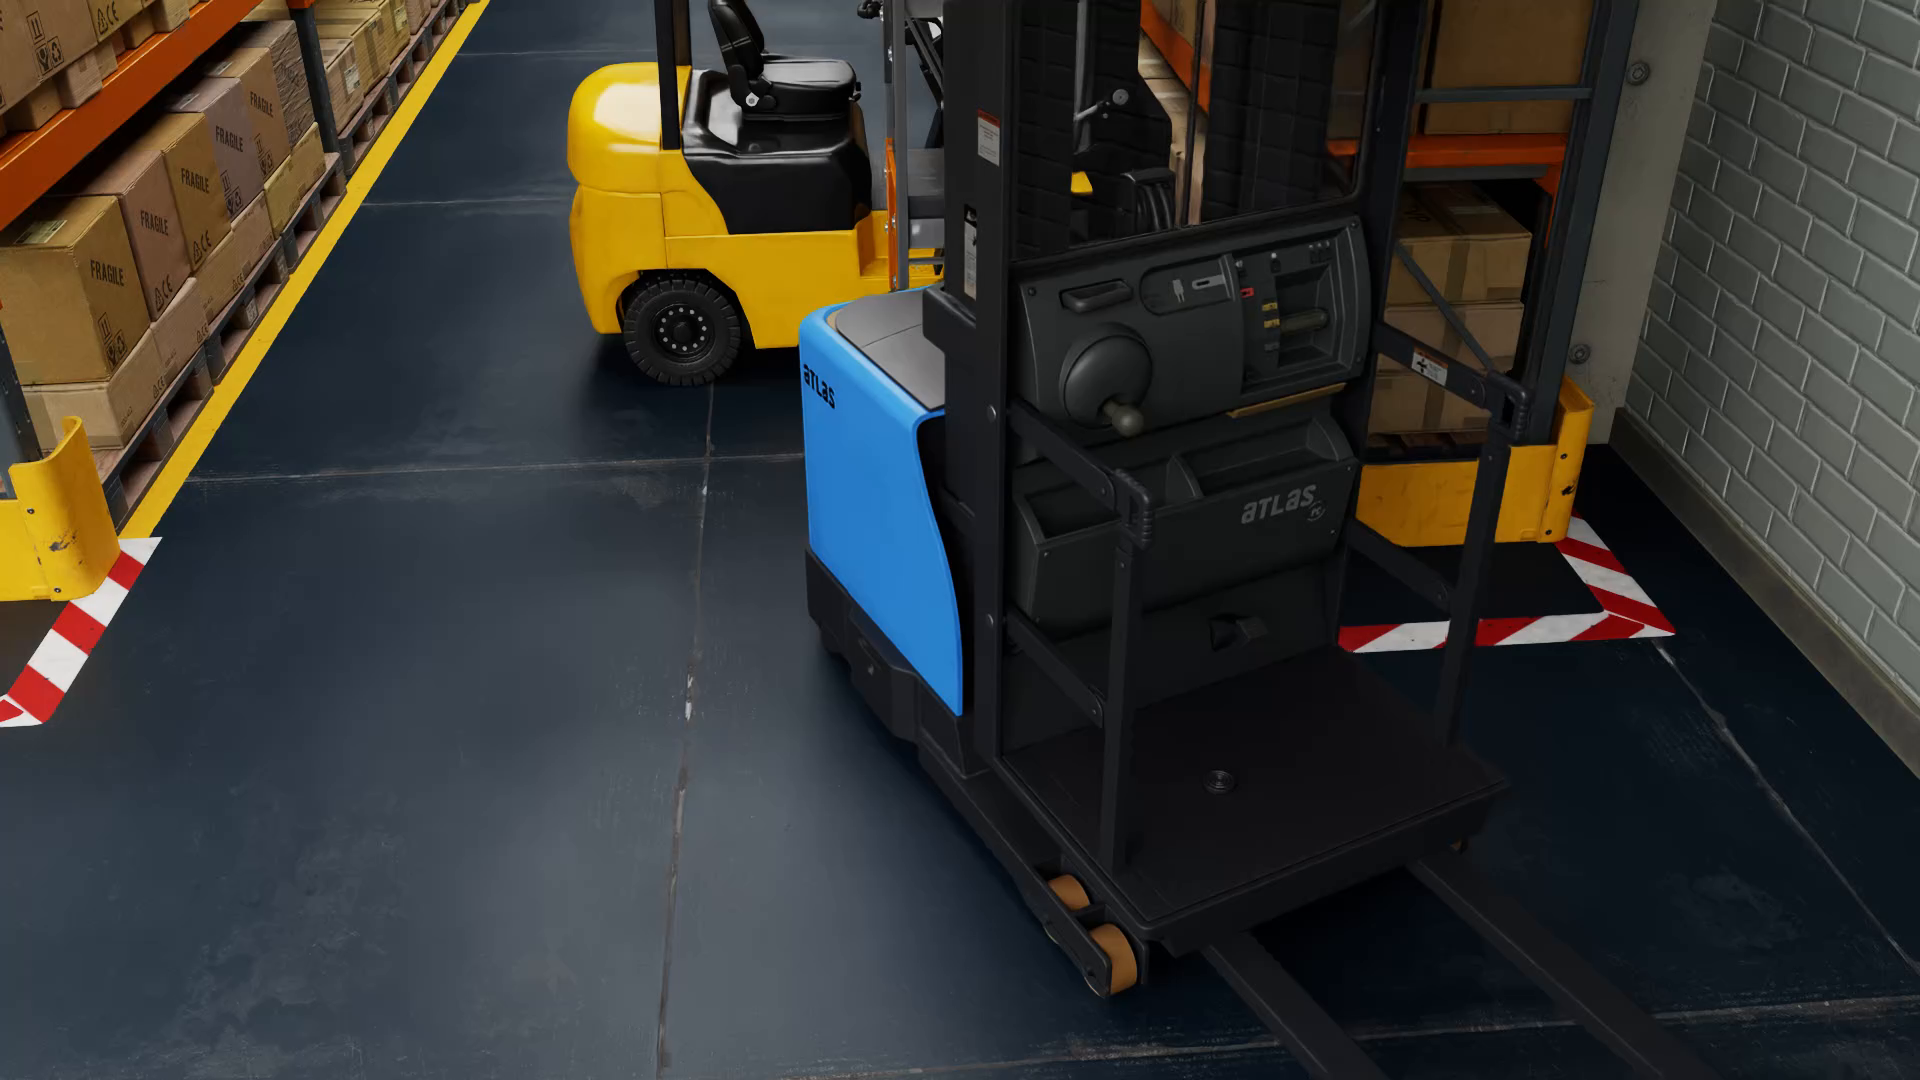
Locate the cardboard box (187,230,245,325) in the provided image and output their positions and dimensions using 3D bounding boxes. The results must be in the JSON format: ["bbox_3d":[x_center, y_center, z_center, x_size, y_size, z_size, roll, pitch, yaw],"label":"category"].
[{"bbox_3d":[-3.330,-1.080,6.905,0.500,0.250,0.500,-1,31,-1],"label":"cardboard box"}]

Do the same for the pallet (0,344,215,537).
[{"bbox_3d":[-3.474,-0.374,6.171,1.003,0.211,1.213,-3,31,-5],"label":"pallet"}]

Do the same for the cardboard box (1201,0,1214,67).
[{"bbox_3d":[1.169,-1.903,5.913,0.500,0.500,0.500,-2,31,-3],"label":"cardboard box"}]

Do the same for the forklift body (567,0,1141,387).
[{"bbox_3d":[-0.478,-1.872,6.787,2.313,2.155,1.214,-3,31,-5],"label":"forklift body"}]

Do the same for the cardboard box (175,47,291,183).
[{"bbox_3d":[-3.428,-1.931,7.599,0.500,0.500,0.500,-2,31,-4],"label":"cardboard box"}]

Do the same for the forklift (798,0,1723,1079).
[{"bbox_3d":[0.657,-0.444,3.636,1.130,2.935,3.031,-15,34,-24],"label":"forklift"}]

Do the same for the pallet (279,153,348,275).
[{"bbox_3d":[-3.702,-1.620,8.256,1.003,0.211,1.213,-3,31,-5],"label":"pallet"}]

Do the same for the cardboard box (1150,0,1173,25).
[{"bbox_3d":[1.063,-2.421,6.780,0.500,0.500,0.500,-3,31,-4],"label":"cardboard box"}]

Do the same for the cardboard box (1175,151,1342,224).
[{"bbox_3d":[1.109,-1.266,6.241,0.500,0.250,0.500,-2,31,-4],"label":"cardboard box"}]

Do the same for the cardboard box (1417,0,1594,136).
[{"bbox_3d":[1.746,-1.665,5.515,0.500,0.500,0.500,-2,31,-3],"label":"cardboard box"}]

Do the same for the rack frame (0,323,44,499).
[{"bbox_3d":[-3.426,-1.116,4.694,1.000,3.000,0.127,-3,31,-5],"label":"rack frame"}]

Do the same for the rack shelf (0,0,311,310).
[{"bbox_3d":[-3.613,-1.828,6.588,1.077,0.370,4.000,-3,31,-5],"label":"rack shelf"}]

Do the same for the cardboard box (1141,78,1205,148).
[{"bbox_3d":[1.012,-1.782,7.105,0.500,0.250,0.500,-3,31,-6],"label":"cardboard box"}]

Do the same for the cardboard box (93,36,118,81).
[{"bbox_3d":[-3.269,-1.722,5.952,0.380,0.149,0.250,-2,31,-3],"label":"cardboard box"}]

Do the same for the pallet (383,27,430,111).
[{"bbox_3d":[-3.991,-2.983,10.538,1.003,0.211,1.213,-3,31,-5],"label":"pallet"}]

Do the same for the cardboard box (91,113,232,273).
[{"bbox_3d":[-3.321,-1.398,6.707,0.500,0.500,0.500,-2,31,-4],"label":"cardboard box"}]

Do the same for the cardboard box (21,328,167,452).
[{"bbox_3d":[-3.226,-0.541,6.003,0.500,0.250,0.500,-3,31,-5],"label":"cardboard box"}]

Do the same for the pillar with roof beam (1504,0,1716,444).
[{"bbox_3d":[-1.938,-4.124,3.879,9.100,9.000,0.400,-3,31,-5],"label":"pillar with roof beam"}]

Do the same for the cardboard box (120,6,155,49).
[{"bbox_3d":[-3.349,-1.990,6.401,0.380,0.149,0.250,-4,31,-6],"label":"cardboard box"}]

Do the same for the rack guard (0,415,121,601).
[{"bbox_3d":[-3.433,-0.082,5.400,1.175,0.500,0.348,-3,31,-5],"label":"rack guard"}]

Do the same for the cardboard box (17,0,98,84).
[{"bbox_3d":[-3.246,-1.806,5.461,0.500,0.500,0.500,-2,31,-3],"label":"cardboard box"}]

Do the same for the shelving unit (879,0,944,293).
[{"bbox_3d":[-0.015,-0.986,5.353,0.431,2.100,0.503,-3,31,-5],"label":"shelving unit"}]

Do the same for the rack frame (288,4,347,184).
[{"bbox_3d":[-3.800,-3.158,8.113,1.000,3.000,0.127,-3,31,-5],"label":"rack frame"}]

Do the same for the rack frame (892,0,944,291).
[{"bbox_3d":[0.007,-0.861,5.144,0.400,2.100,0.015,-3,31,-5],"label":"rack frame"}]

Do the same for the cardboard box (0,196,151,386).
[{"bbox_3d":[-3.229,-0.875,5.831,0.500,0.500,0.500,-4,31,-6],"label":"cardboard box"}]

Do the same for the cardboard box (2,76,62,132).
[{"bbox_3d":[-3.233,-1.459,5.513,0.380,0.149,0.250,-4,31,-6],"label":"cardboard box"}]

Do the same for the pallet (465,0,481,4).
[{"bbox_3d":[-4.172,-4.410,12.927,1.003,0.211,1.213,-3,31,-5],"label":"pallet"}]

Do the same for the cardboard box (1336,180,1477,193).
[{"bbox_3d":[1.609,-1.294,6.289,0.500,0.250,0.500,-3,31,-5],"label":"cardboard box"}]

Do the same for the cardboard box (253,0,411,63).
[{"bbox_3d":[-3.988,-3.200,10.335,0.950,0.372,0.625,-2,31,-3],"label":"cardboard box"}]

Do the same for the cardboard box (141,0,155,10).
[{"bbox_3d":[-3.350,-2.326,6.331,0.500,0.500,0.500,-3,31,-6],"label":"cardboard box"}]

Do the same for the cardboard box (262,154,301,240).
[{"bbox_3d":[-3.417,-1.598,7.772,0.500,0.250,0.500,-4,31,-6],"label":"cardboard box"}]

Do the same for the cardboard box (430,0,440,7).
[{"bbox_3d":[-4.131,-3.964,11.614,0.950,0.372,0.625,-5,31,-8],"label":"cardboard box"}]

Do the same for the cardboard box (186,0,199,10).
[{"bbox_3d":[-3.374,-2.250,6.838,0.380,0.149,0.250,-3,31,-5],"label":"cardboard box"}]

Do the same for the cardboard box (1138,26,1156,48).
[{"bbox_3d":[0.912,-2.304,7.978,0.500,0.250,0.500,-3,31,-5],"label":"cardboard box"}]

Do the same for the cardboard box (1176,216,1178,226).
[{"bbox_3d":[1.123,-1.060,6.385,0.500,0.250,0.500,-3,31,-5],"label":"cardboard box"}]

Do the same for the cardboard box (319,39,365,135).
[{"bbox_3d":[-3.851,-2.478,9.127,0.950,0.372,0.625,-2,31,-4],"label":"cardboard box"}]

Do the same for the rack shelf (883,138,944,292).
[{"bbox_3d":[-0.015,-0.974,5.360,0.431,0.518,0.480,-3,31,-5],"label":"rack shelf"}]
